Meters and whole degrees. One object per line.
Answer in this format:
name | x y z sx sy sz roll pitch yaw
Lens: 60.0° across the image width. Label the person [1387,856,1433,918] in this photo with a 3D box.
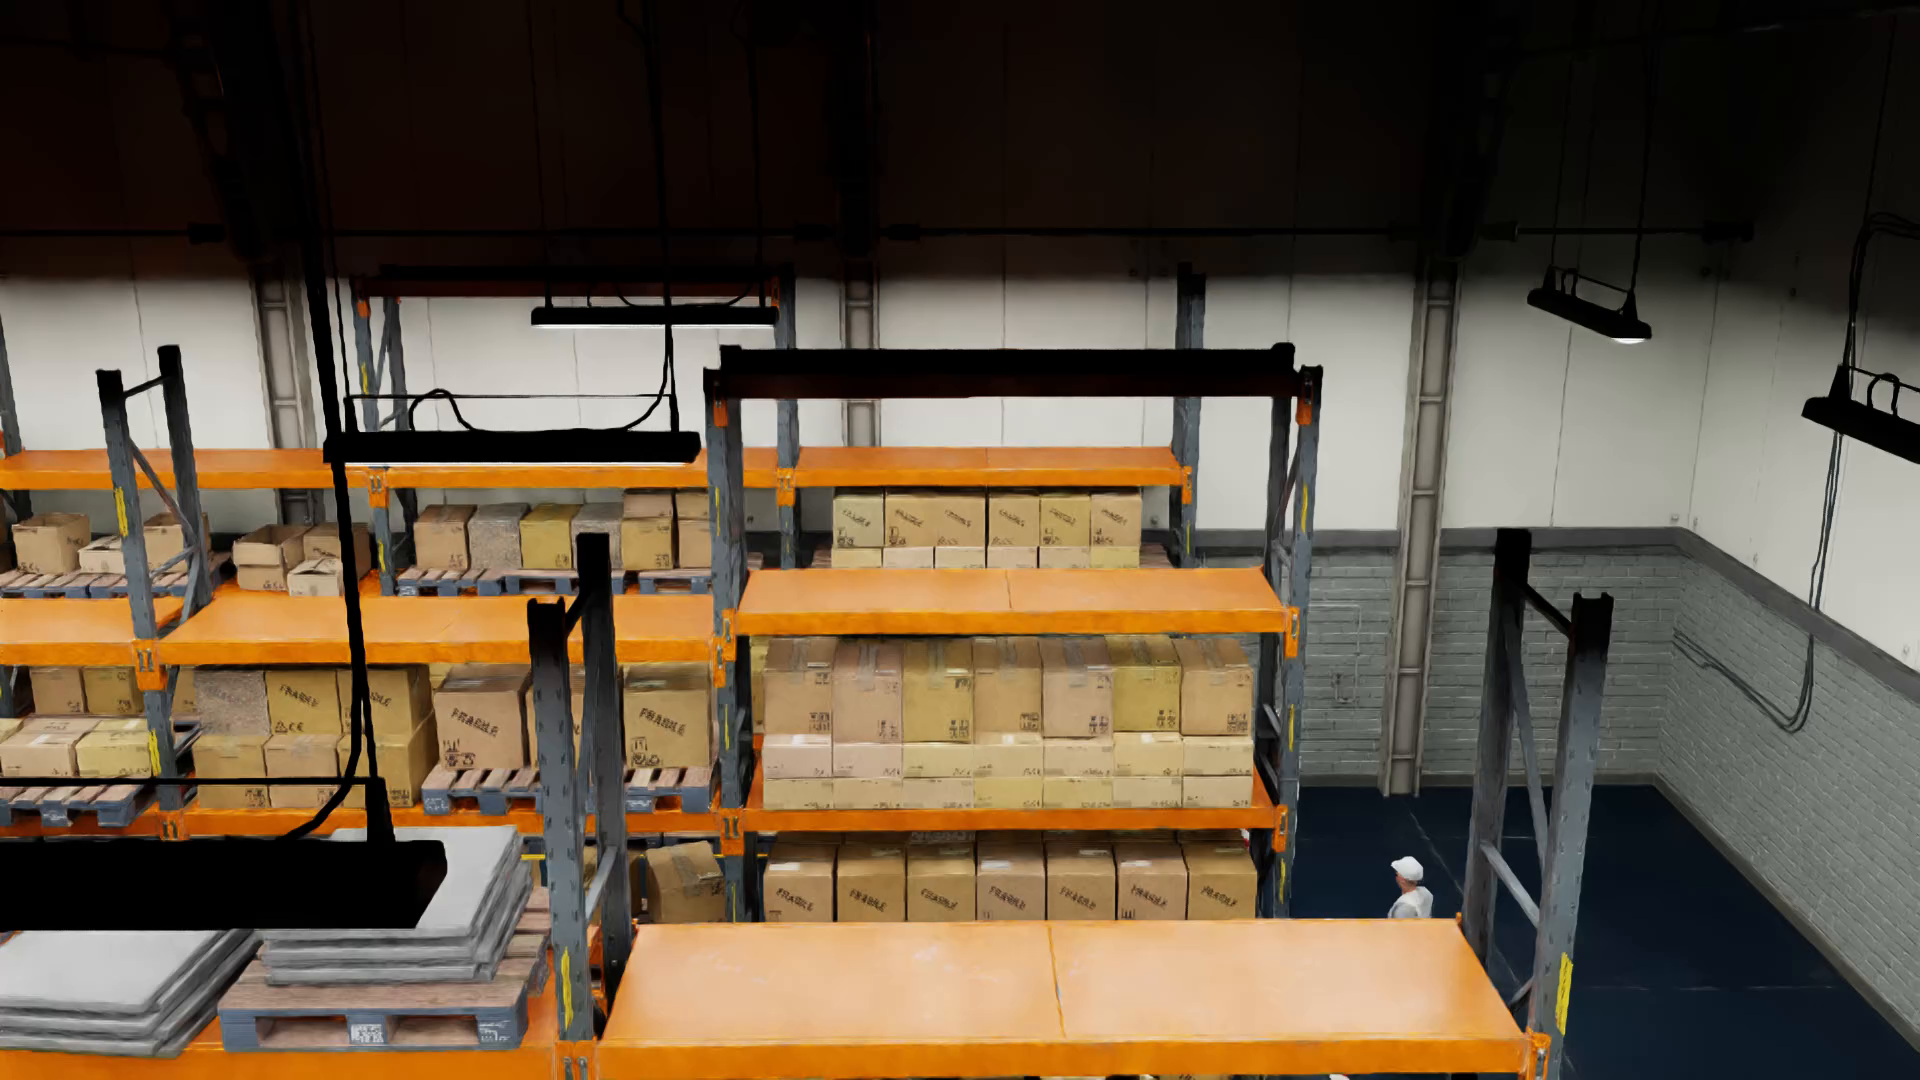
person | 3.699 3.450 13.548 0.564 1.779 0.589 11 20 34
